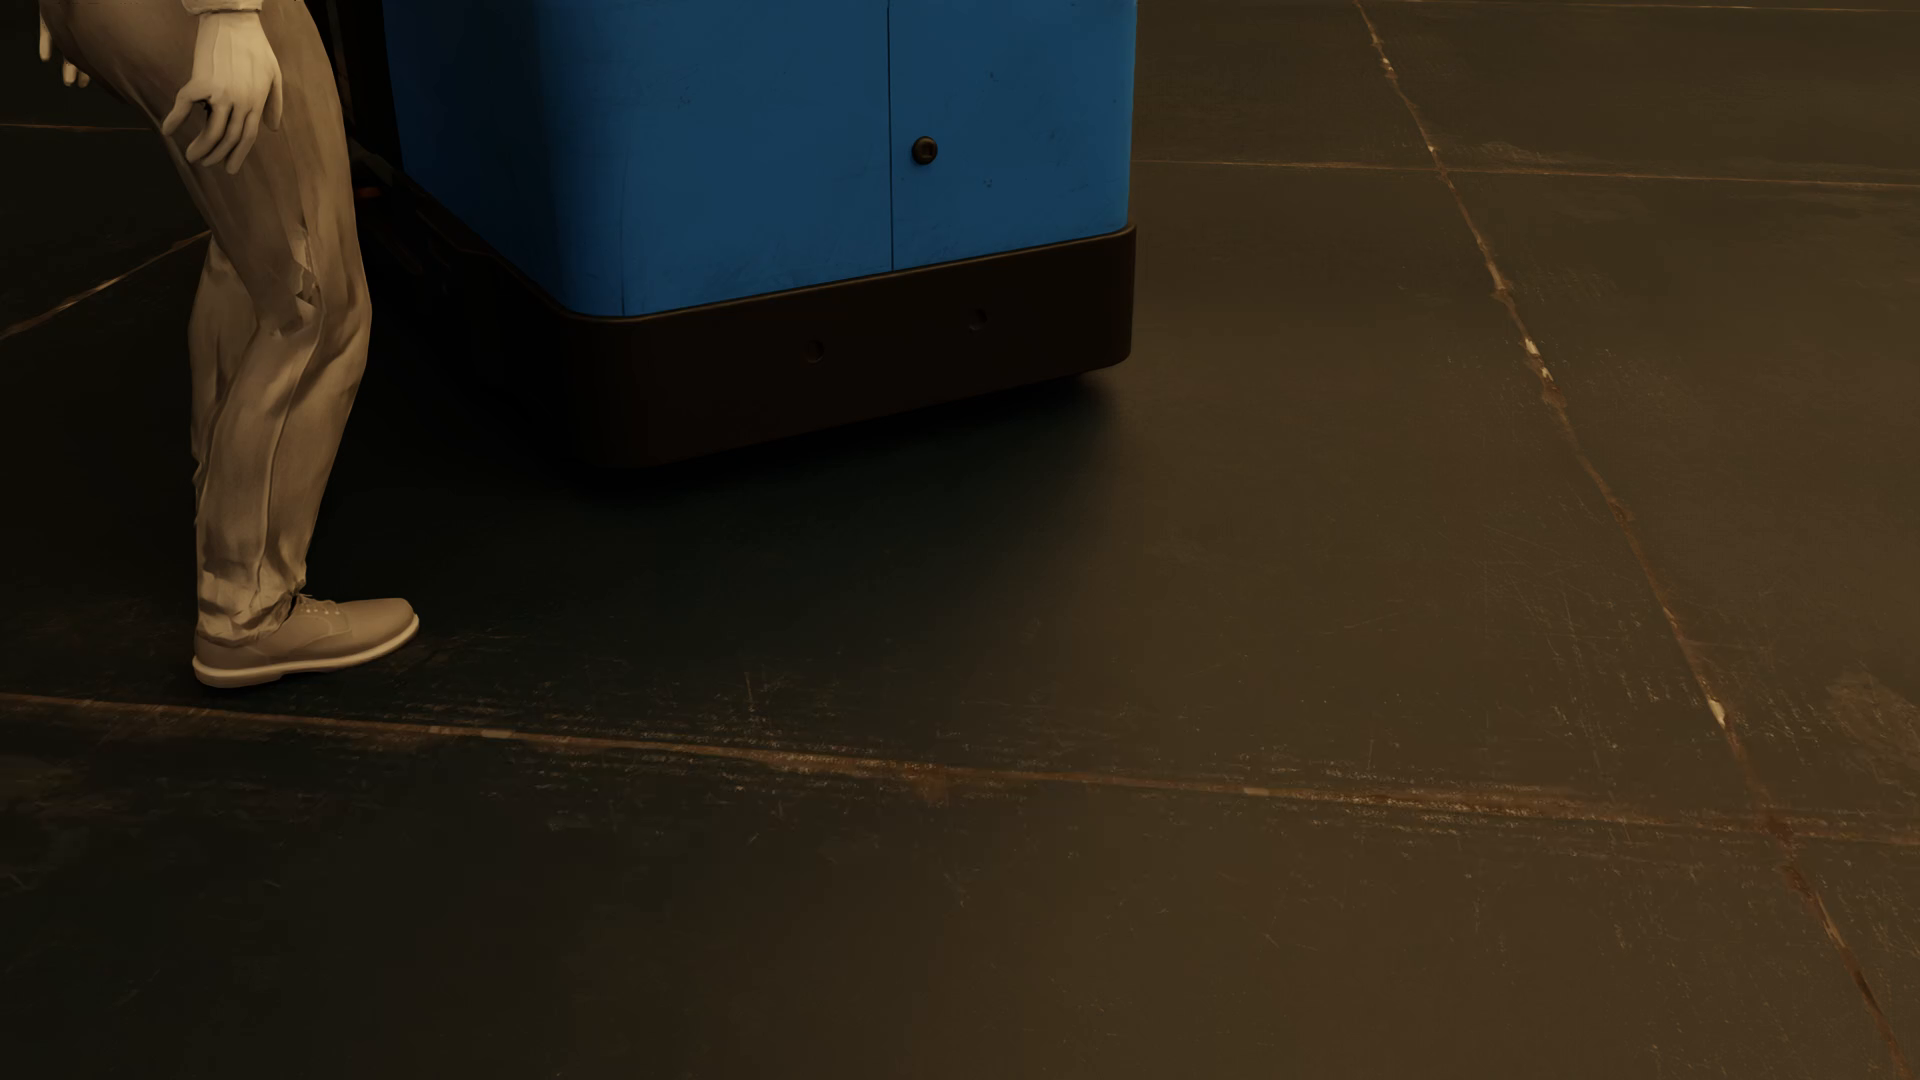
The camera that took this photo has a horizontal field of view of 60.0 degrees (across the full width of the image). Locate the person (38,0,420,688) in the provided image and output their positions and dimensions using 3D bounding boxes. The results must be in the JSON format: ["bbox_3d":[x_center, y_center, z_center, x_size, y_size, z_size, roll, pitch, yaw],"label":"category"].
[{"bbox_3d":[-0.897,-0.636,1.952,0.398,1.642,0.794,-21,33,-35],"label":"person"}]

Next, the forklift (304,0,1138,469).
[{"bbox_3d":[-0.873,-2.039,3.303,1.130,2.935,3.031,-15,30,-27],"label":"forklift"}]
